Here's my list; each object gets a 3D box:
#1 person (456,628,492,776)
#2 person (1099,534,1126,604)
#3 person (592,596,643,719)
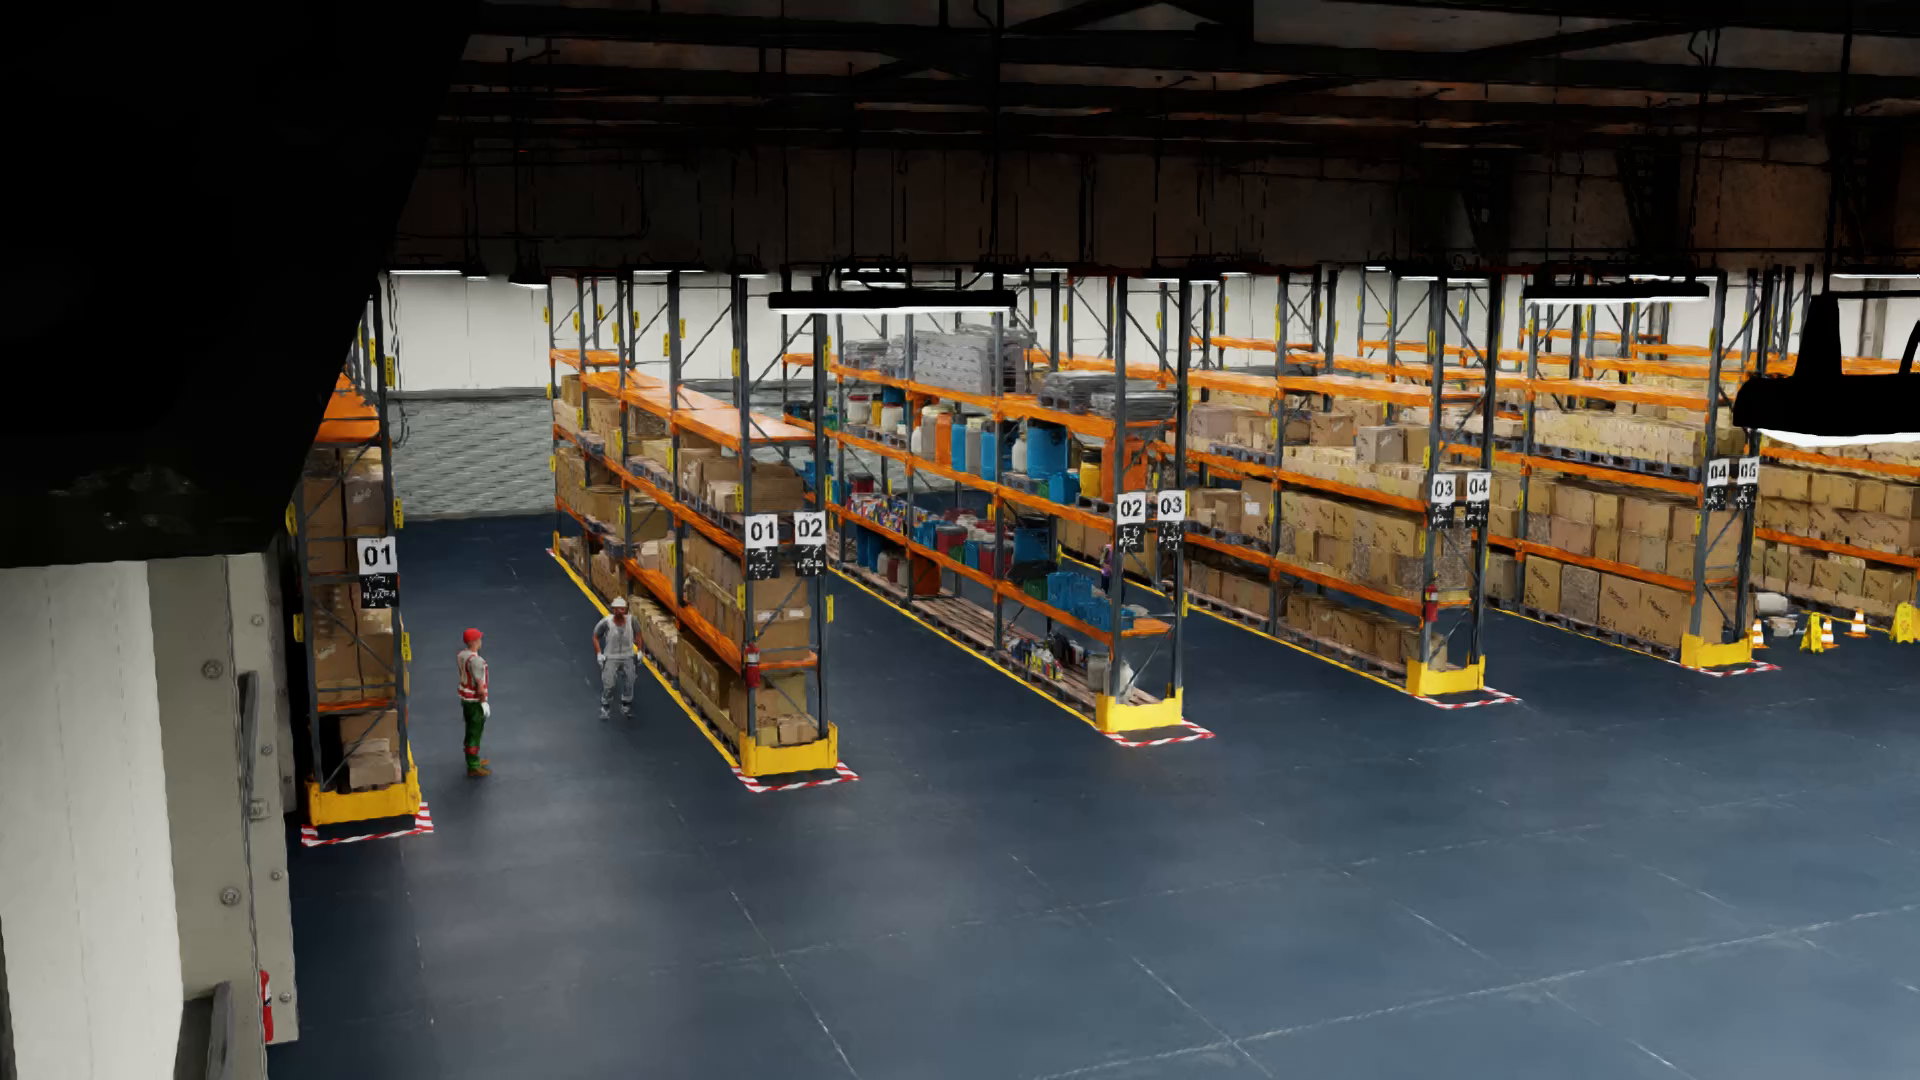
[{"bbox_3d":[-5.902,1.939,20.255,0.395,1.792,0.661,-7,12,-36],"label":"person"},{"bbox_3d":[2.639,0.595,28.822,0.562,1.530,0.815,-3,10,-15],"label":"person"},{"bbox_3d":[-4.620,1.597,22.525,0.677,1.742,0.552,-4,11,-23],"label":"person"}]
